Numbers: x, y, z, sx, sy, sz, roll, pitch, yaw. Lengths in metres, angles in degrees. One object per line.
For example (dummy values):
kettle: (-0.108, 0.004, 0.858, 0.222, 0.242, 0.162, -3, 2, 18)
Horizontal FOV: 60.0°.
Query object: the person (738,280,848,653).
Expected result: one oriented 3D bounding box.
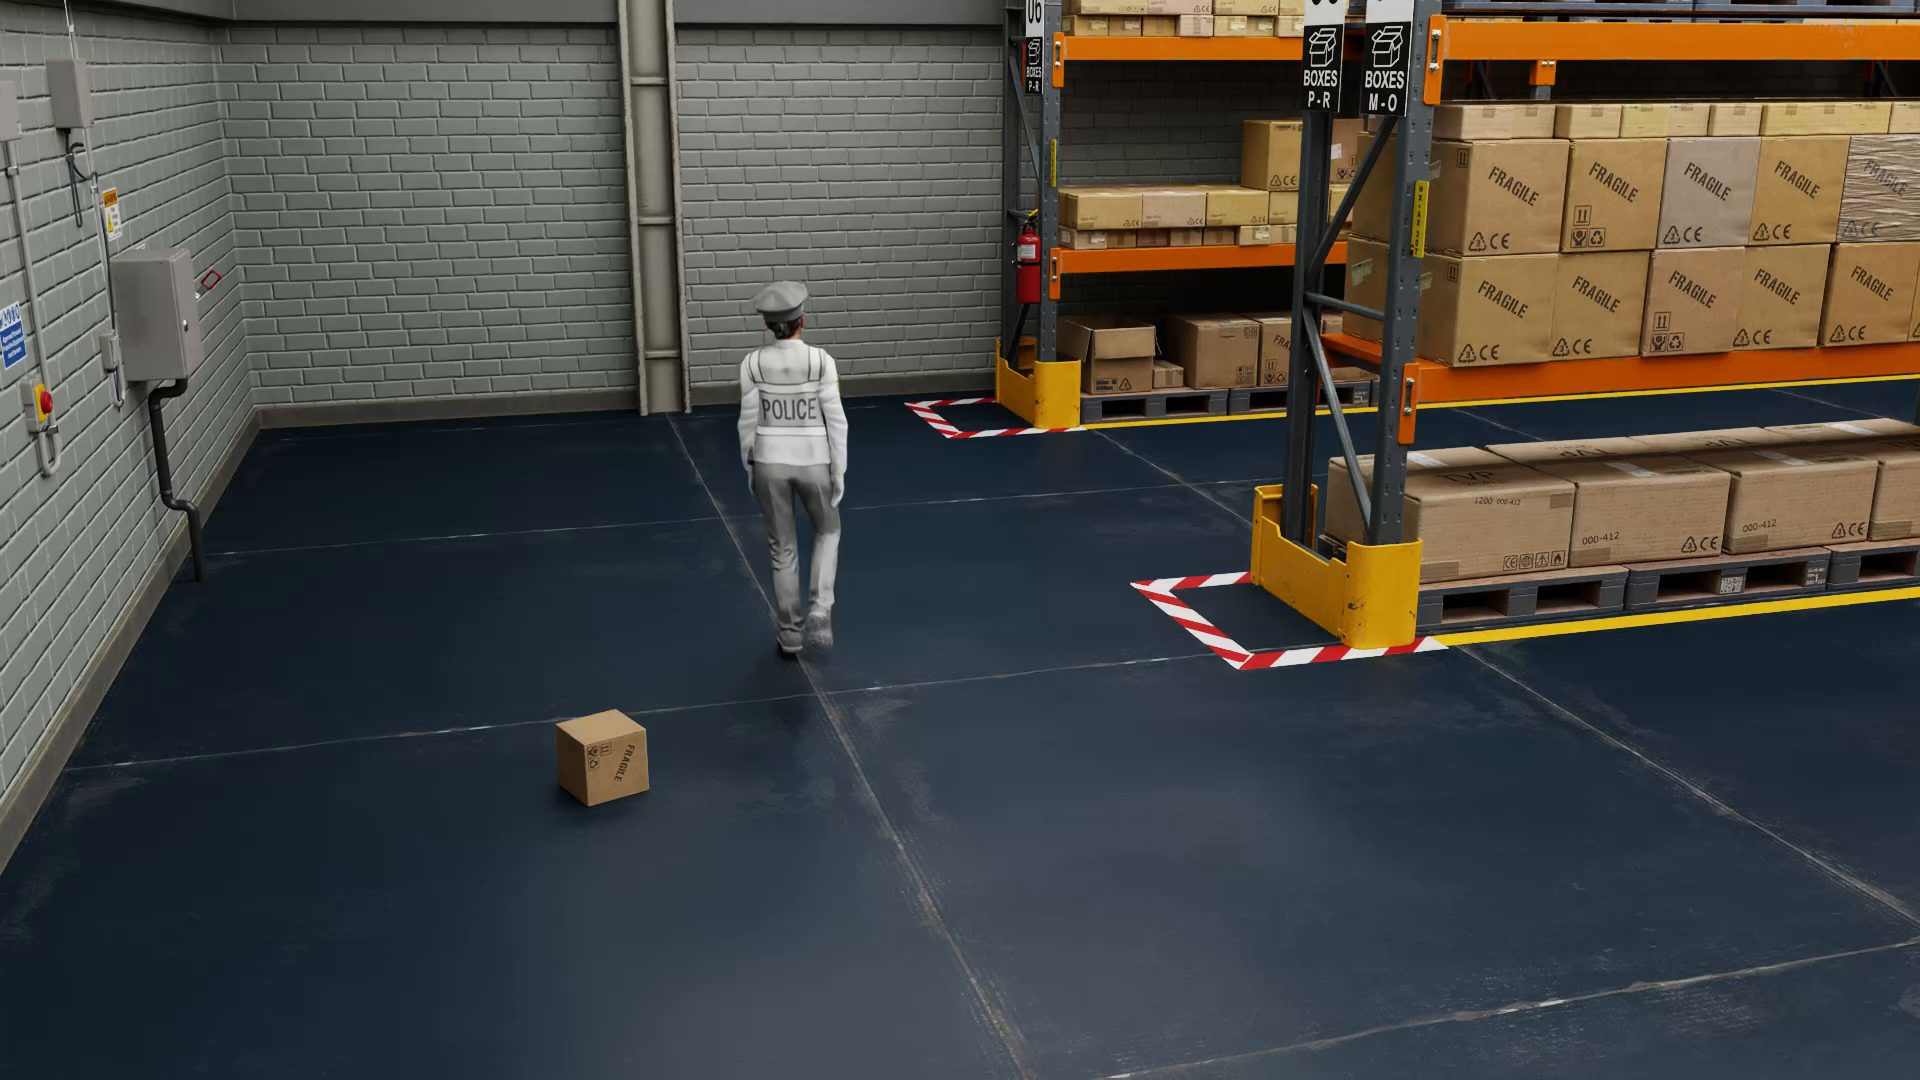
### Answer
person: (-0.747, -0.313, 7.480, 0.492, 1.682, 0.435, -1, 16, -3)
